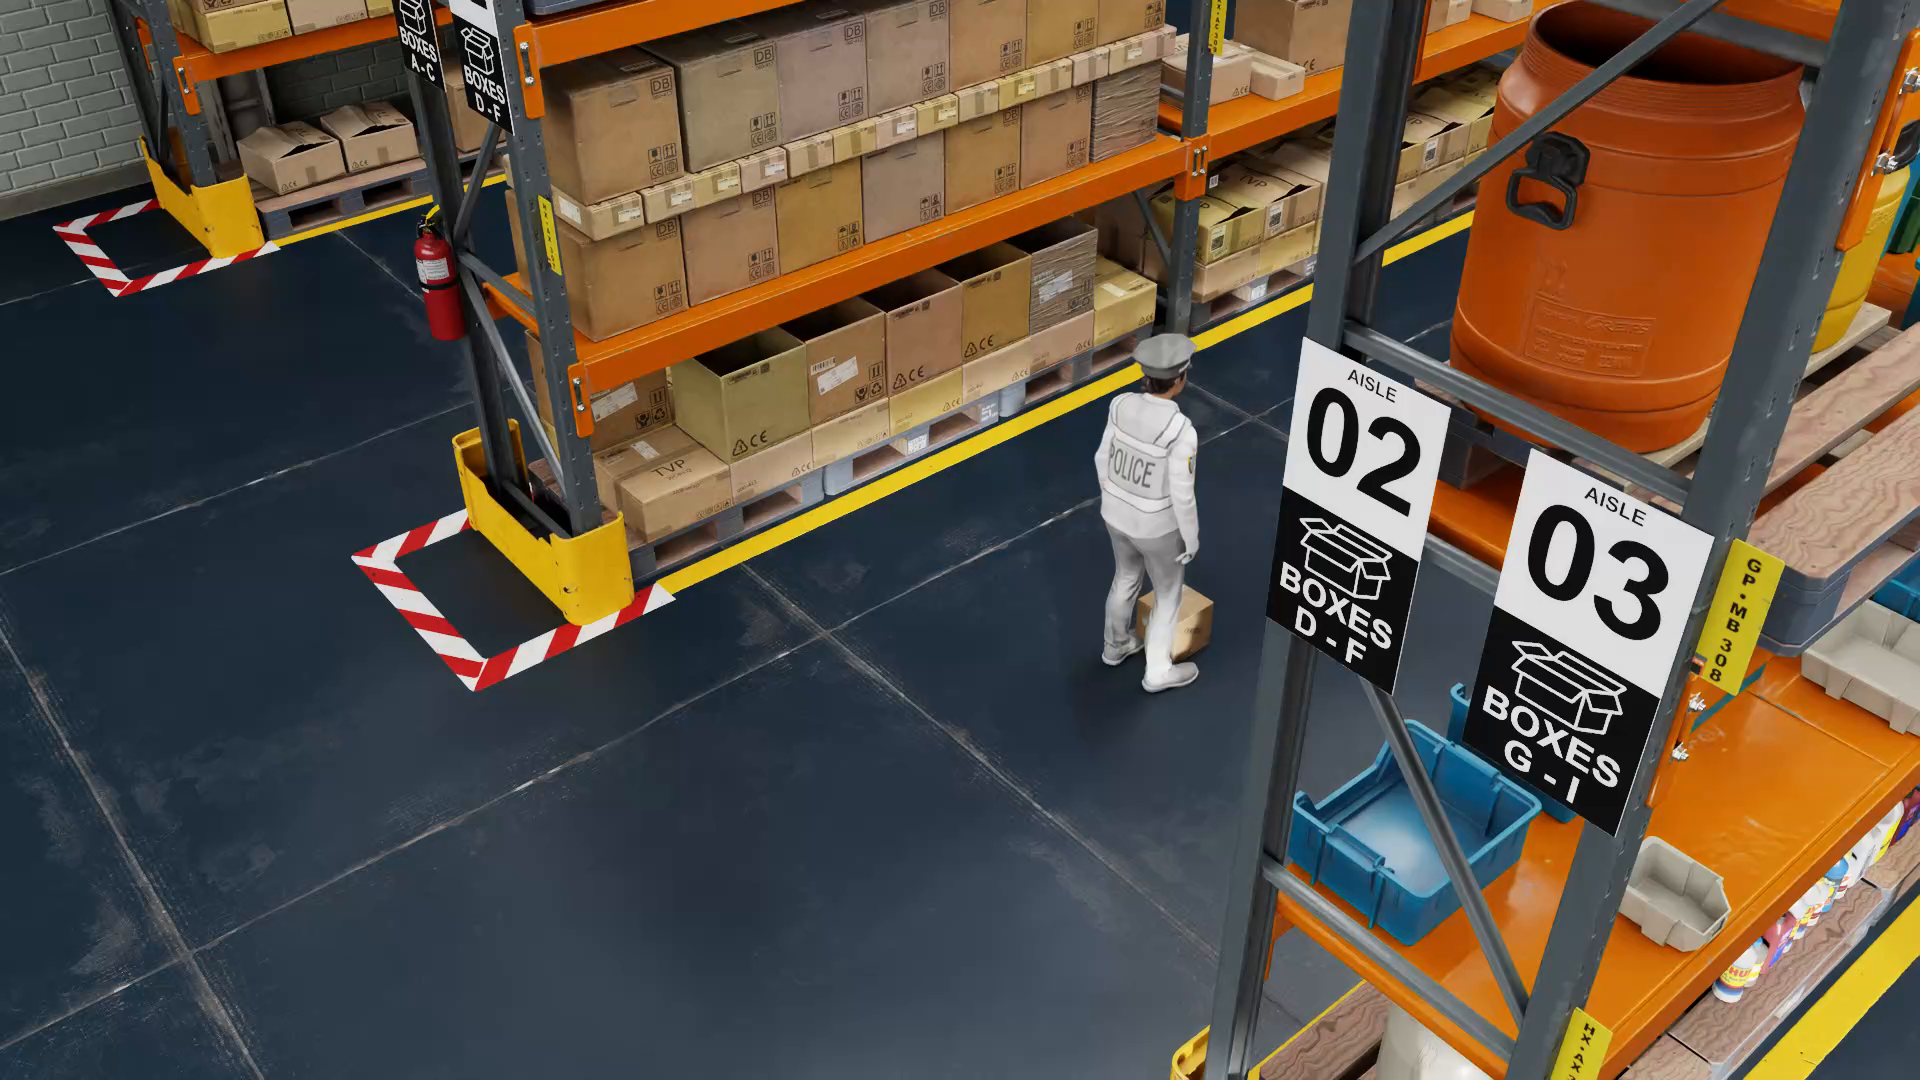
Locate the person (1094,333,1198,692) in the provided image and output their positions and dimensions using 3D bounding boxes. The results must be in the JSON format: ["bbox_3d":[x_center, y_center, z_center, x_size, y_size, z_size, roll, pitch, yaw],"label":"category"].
[{"bbox_3d":[0.815,-0.095,7.204,0.375,1.662,0.531,-29,45,-33],"label":"person"}]
